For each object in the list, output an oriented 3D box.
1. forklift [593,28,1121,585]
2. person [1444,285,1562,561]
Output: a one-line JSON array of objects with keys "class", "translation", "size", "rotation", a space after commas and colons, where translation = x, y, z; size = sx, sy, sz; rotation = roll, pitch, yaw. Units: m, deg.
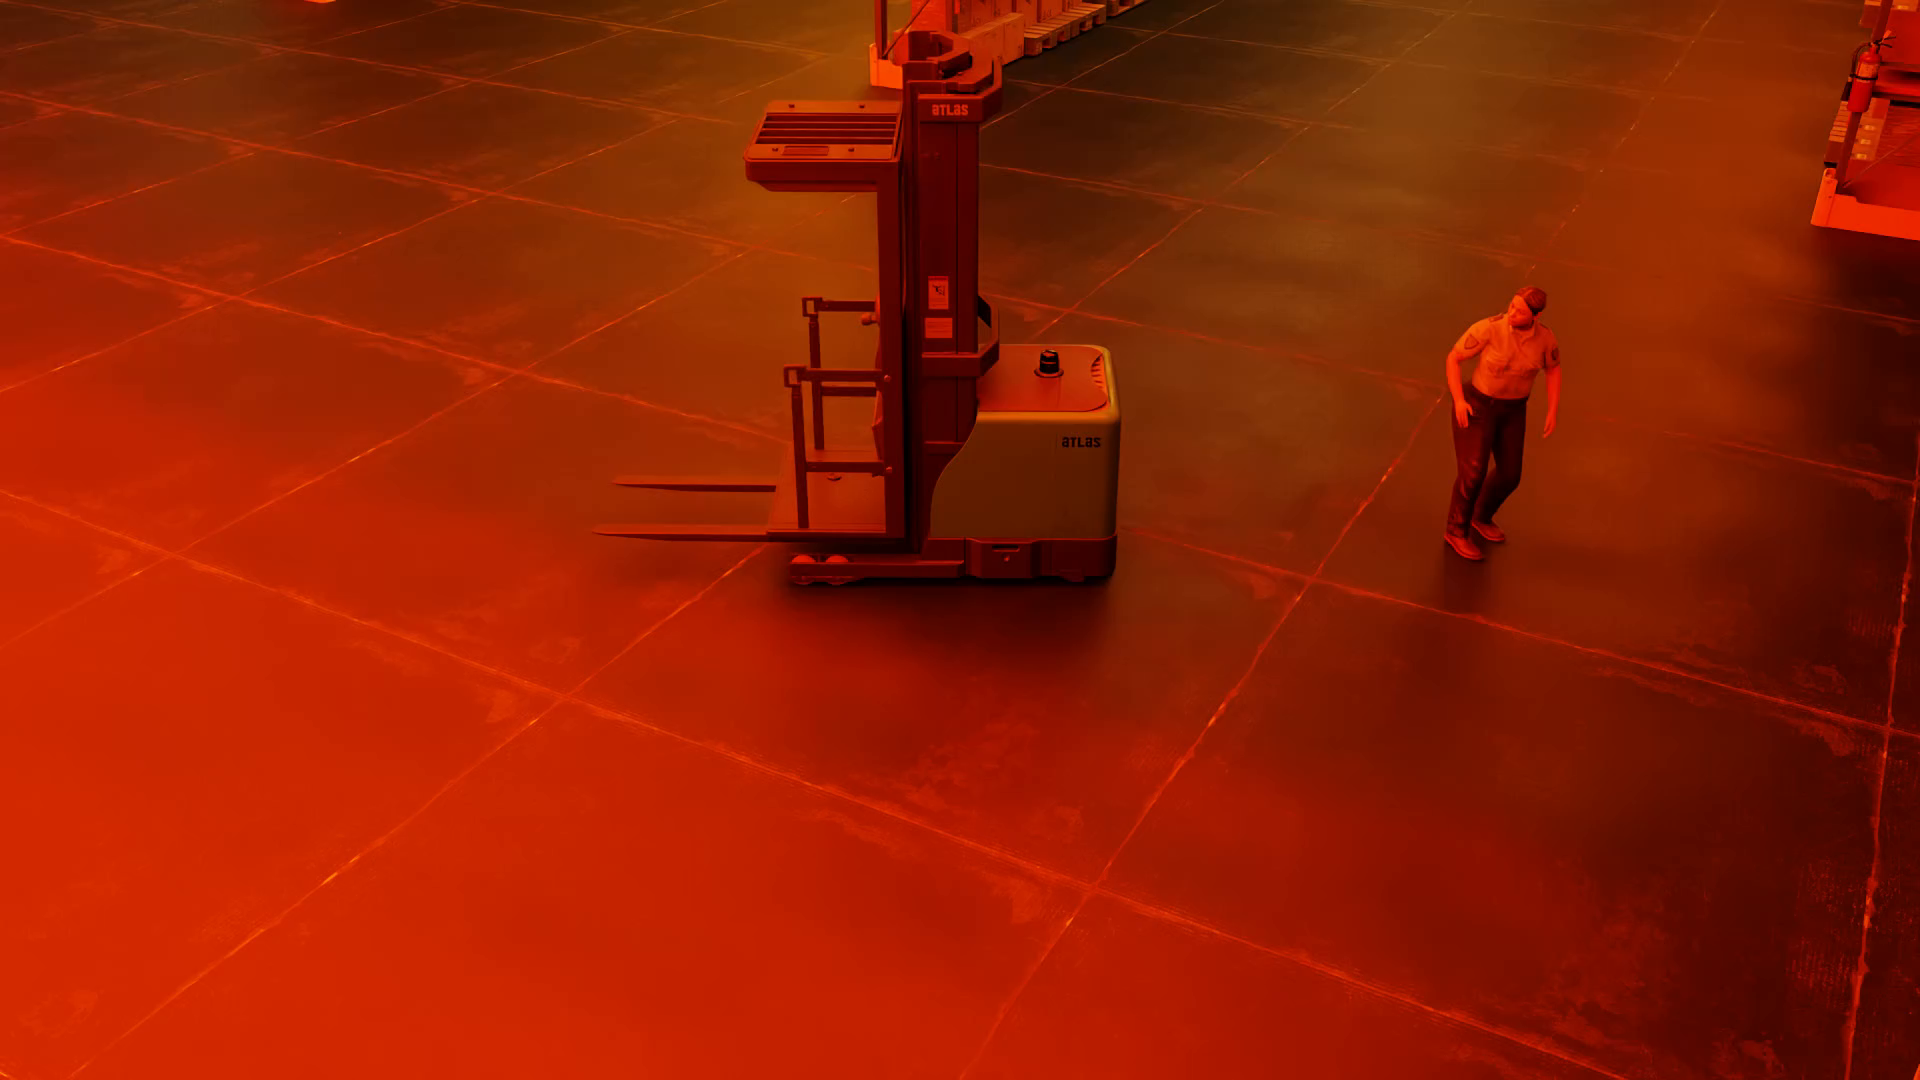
[{"class": "forklift", "translation": [-0.610, -1.275, 9.279], "size": [3.031, 2.935, 1.130], "rotation": [0, 30, 1]}, {"class": "person", "translation": [3.151, -0.703, 9.609], "size": [0.674, 1.624, 0.486], "rotation": [-6, 31, -11]}]
